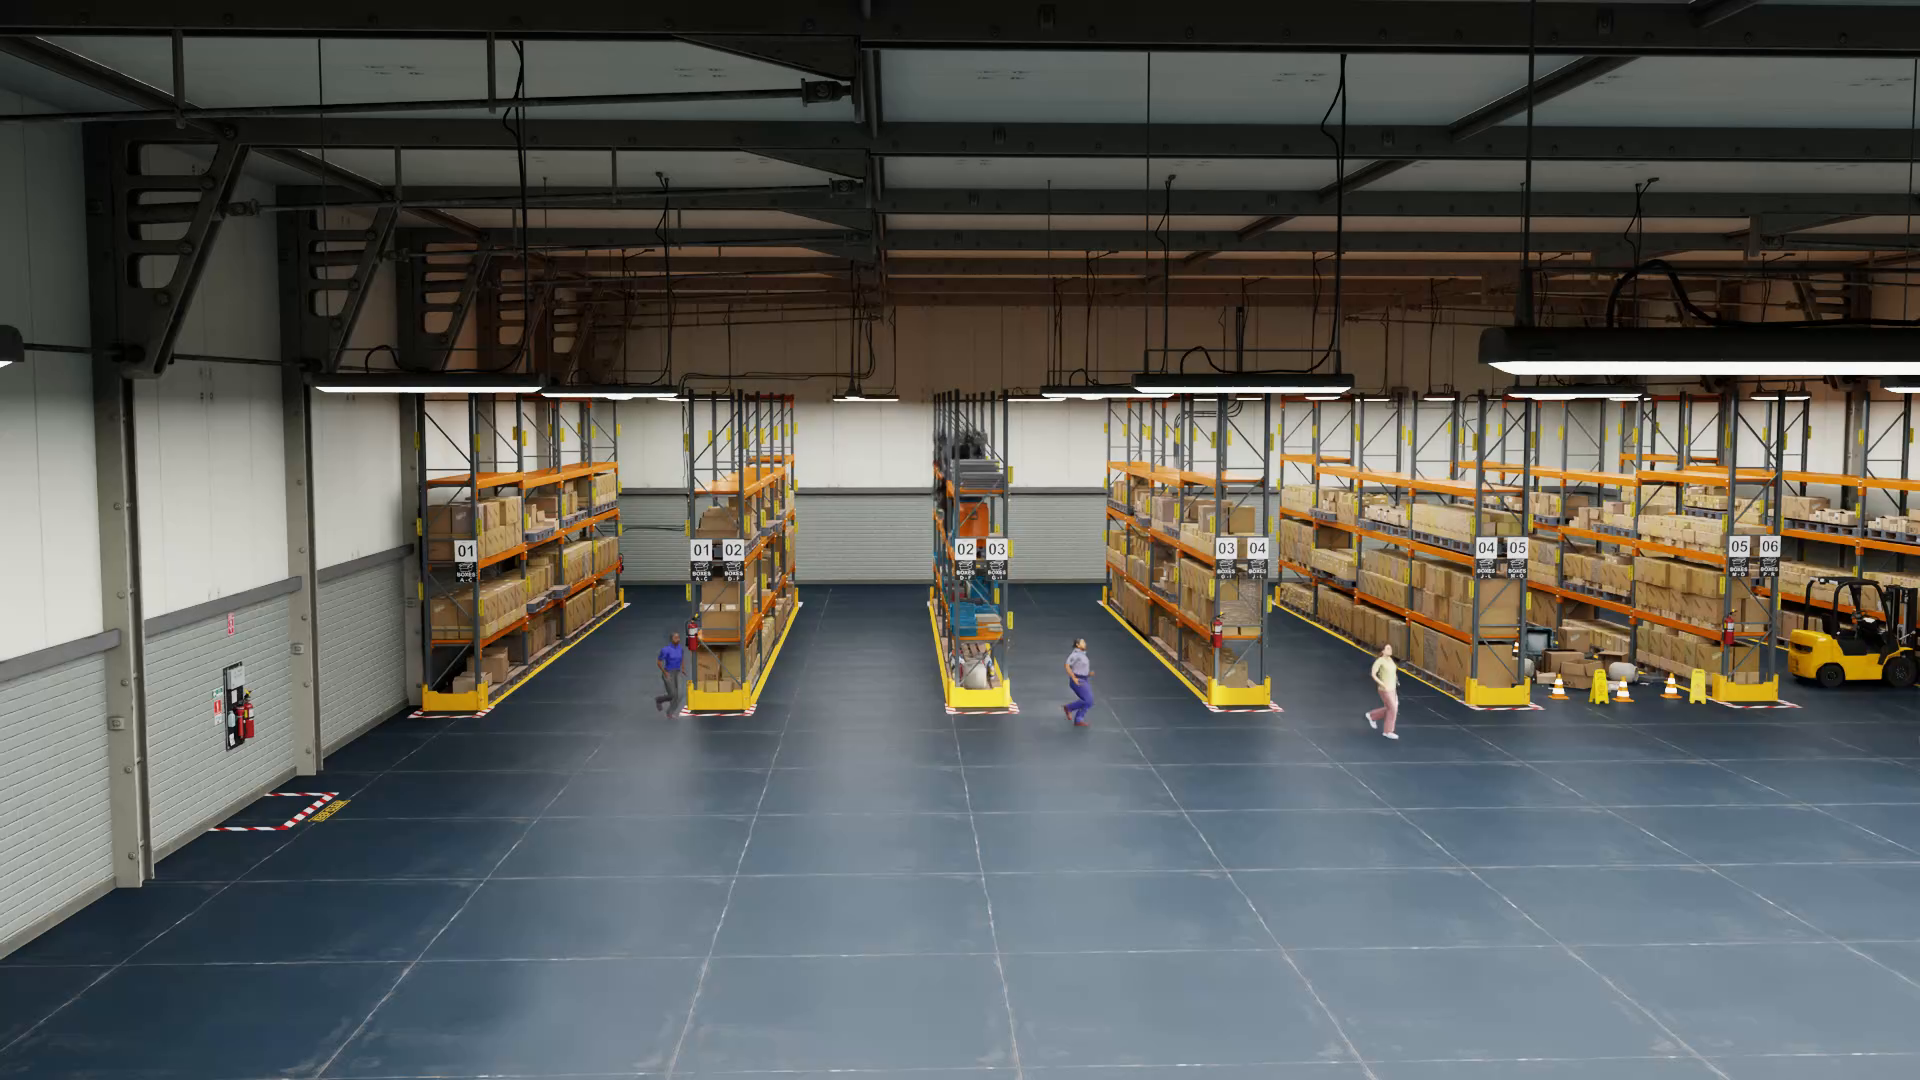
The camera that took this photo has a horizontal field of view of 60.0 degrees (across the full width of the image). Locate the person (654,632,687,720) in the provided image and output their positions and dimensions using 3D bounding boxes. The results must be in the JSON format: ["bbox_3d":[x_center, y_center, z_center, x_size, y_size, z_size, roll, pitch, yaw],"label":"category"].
[{"bbox_3d":[-5.267,2.463,30.318,0.590,1.602,0.566,4,6,43],"label":"person"}]

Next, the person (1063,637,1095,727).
[{"bbox_3d":[2.125,2.525,29.535,0.556,1.585,0.619,1,5,17],"label":"person"}]

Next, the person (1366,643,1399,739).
[{"bbox_3d":[7.300,2.576,28.687,0.627,1.646,0.576,4,6,44],"label":"person"}]
